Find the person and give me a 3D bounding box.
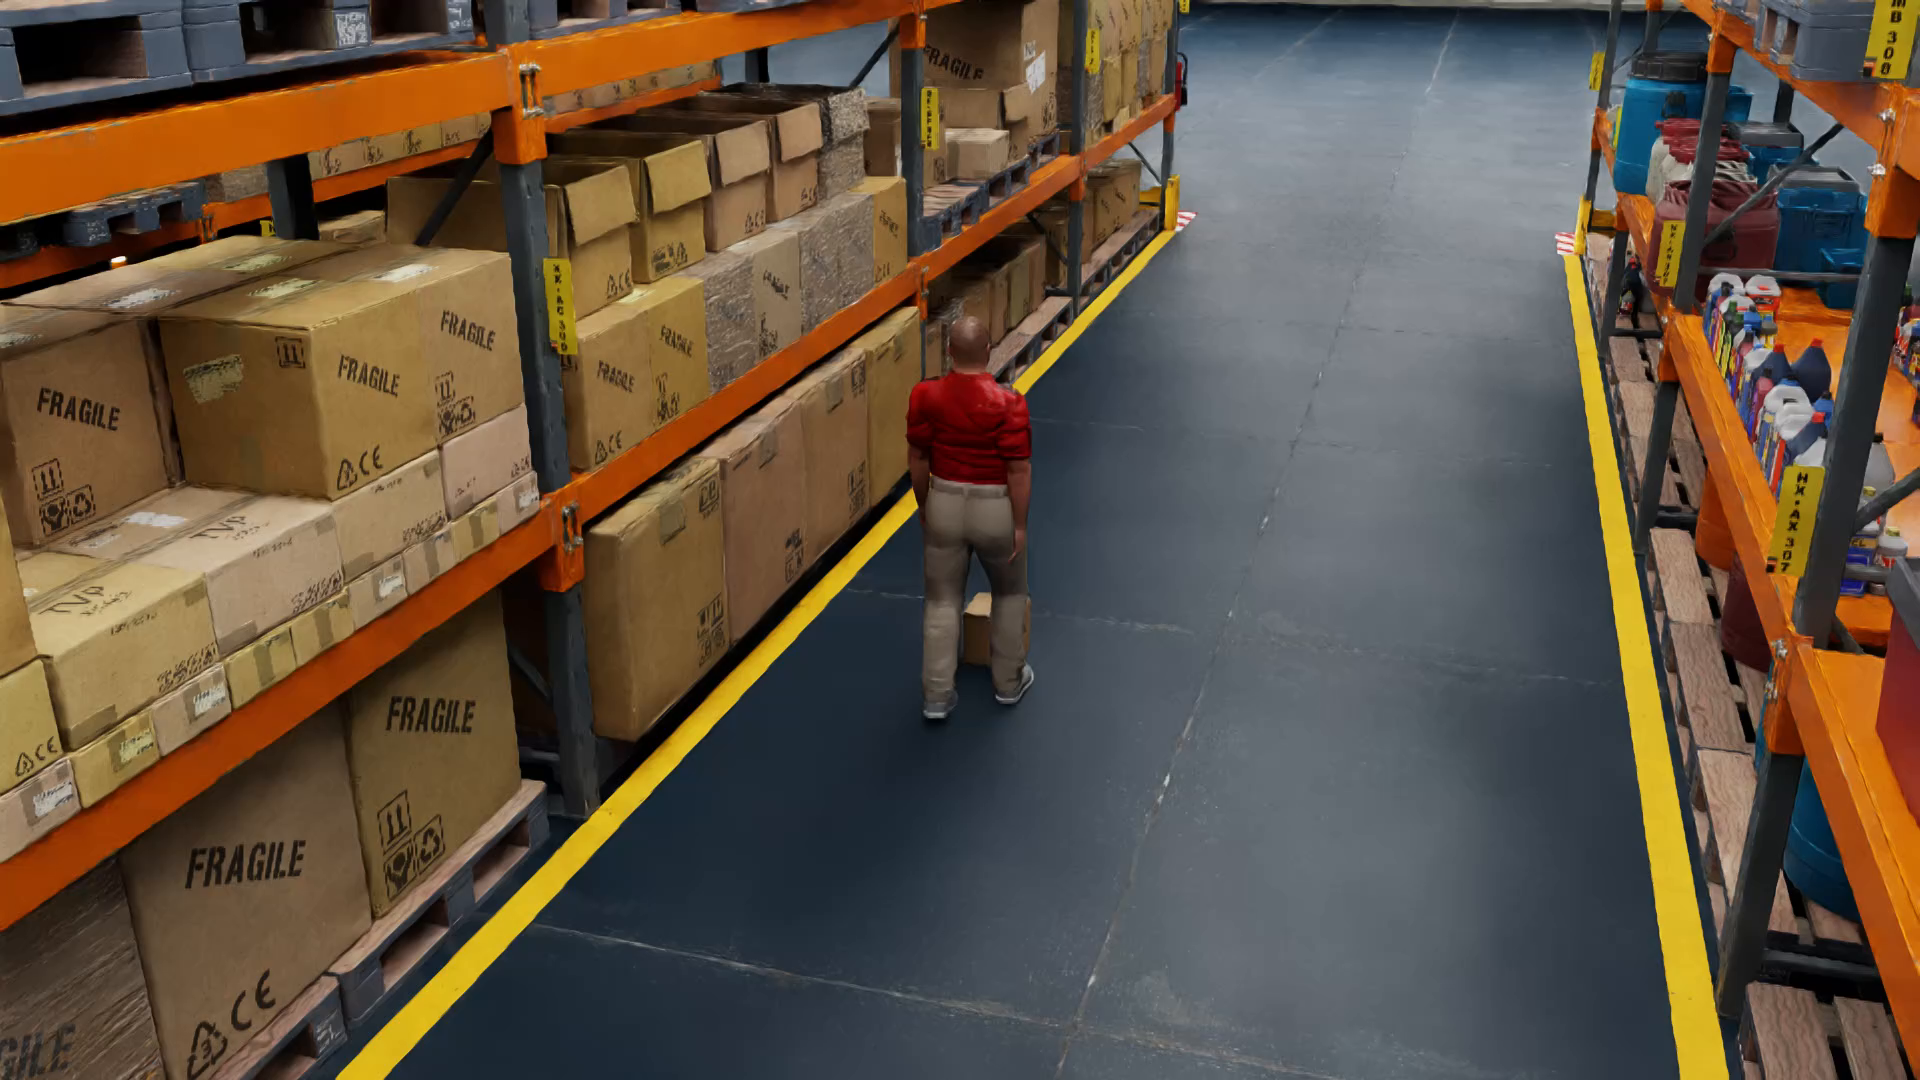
[{"bbox_3d":[0.056,-0.099,6.912,0.535,1.734,0.566,6,23,15],"label":"person"}]
